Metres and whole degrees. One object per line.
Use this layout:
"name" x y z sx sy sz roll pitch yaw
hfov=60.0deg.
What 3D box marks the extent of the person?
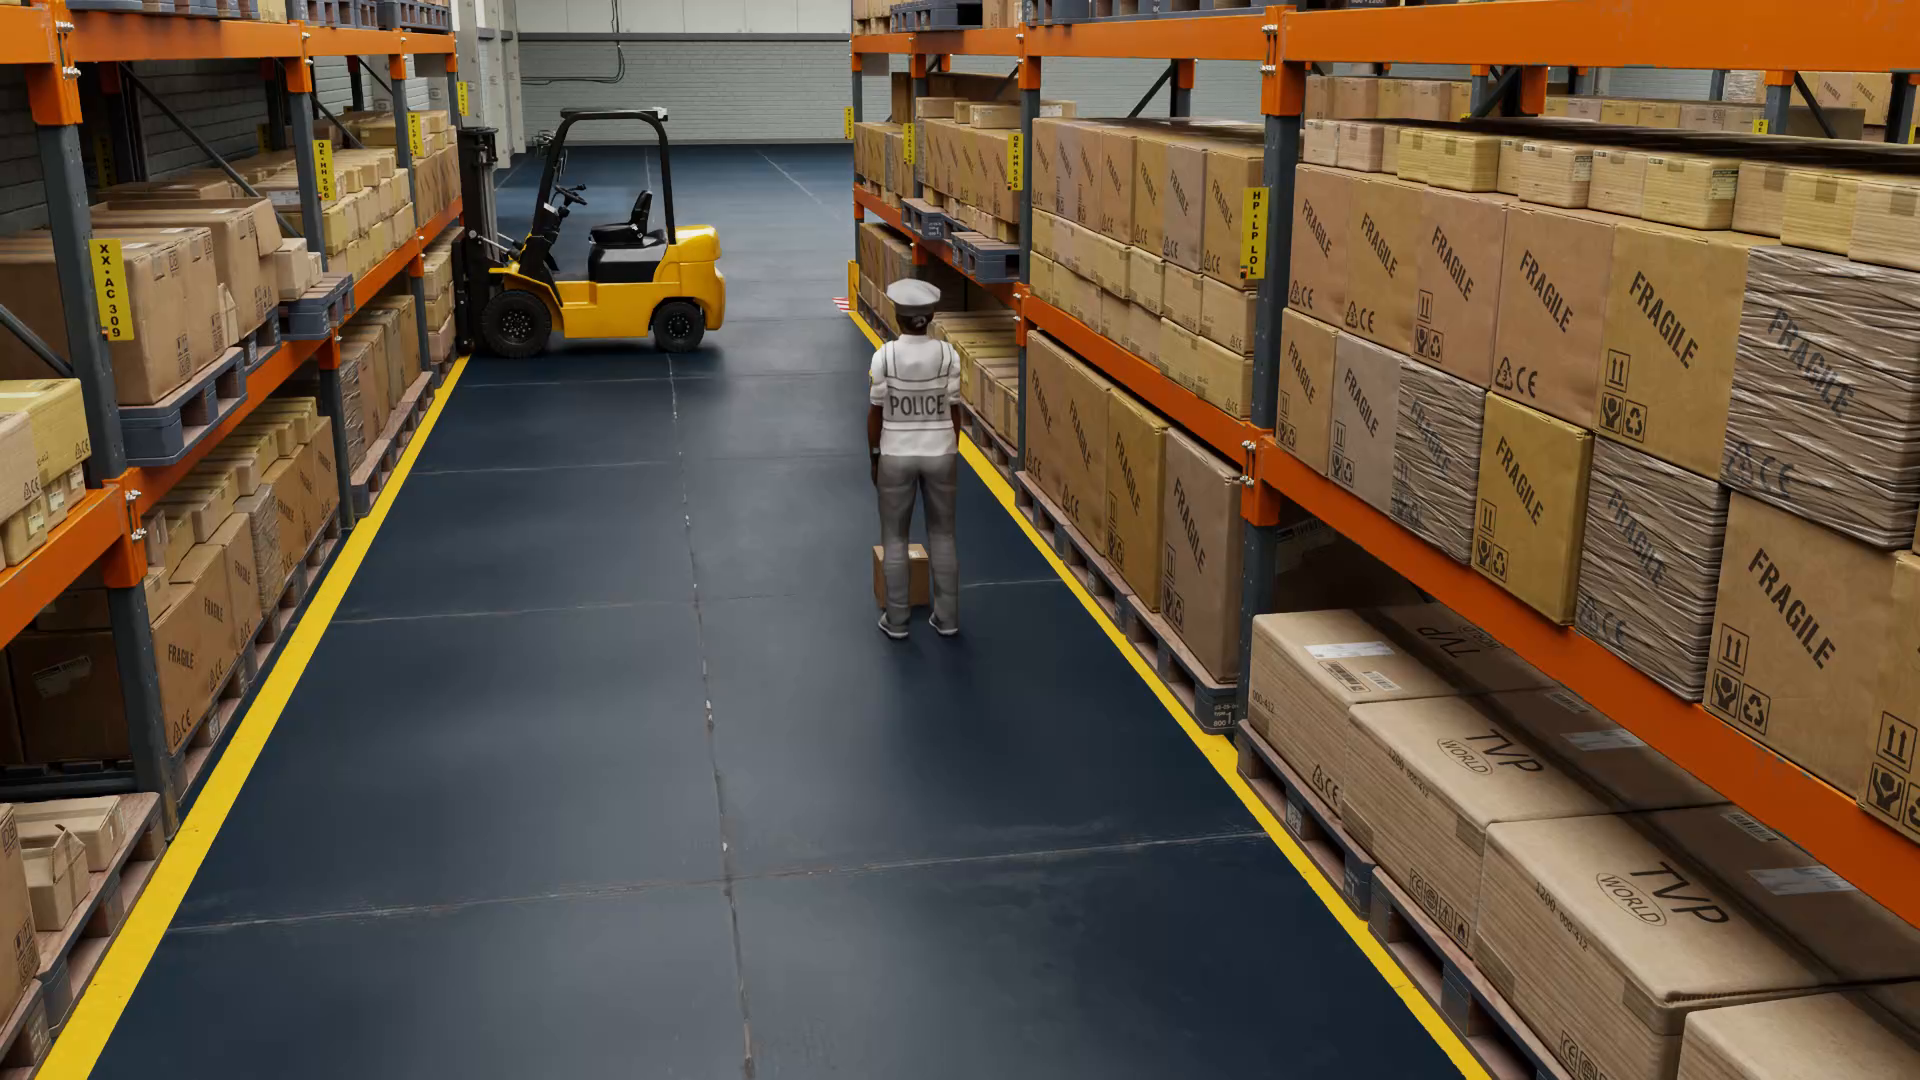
"person" -0.215 -0.368 7.757 0.437 1.682 0.340 -3 17 -9
